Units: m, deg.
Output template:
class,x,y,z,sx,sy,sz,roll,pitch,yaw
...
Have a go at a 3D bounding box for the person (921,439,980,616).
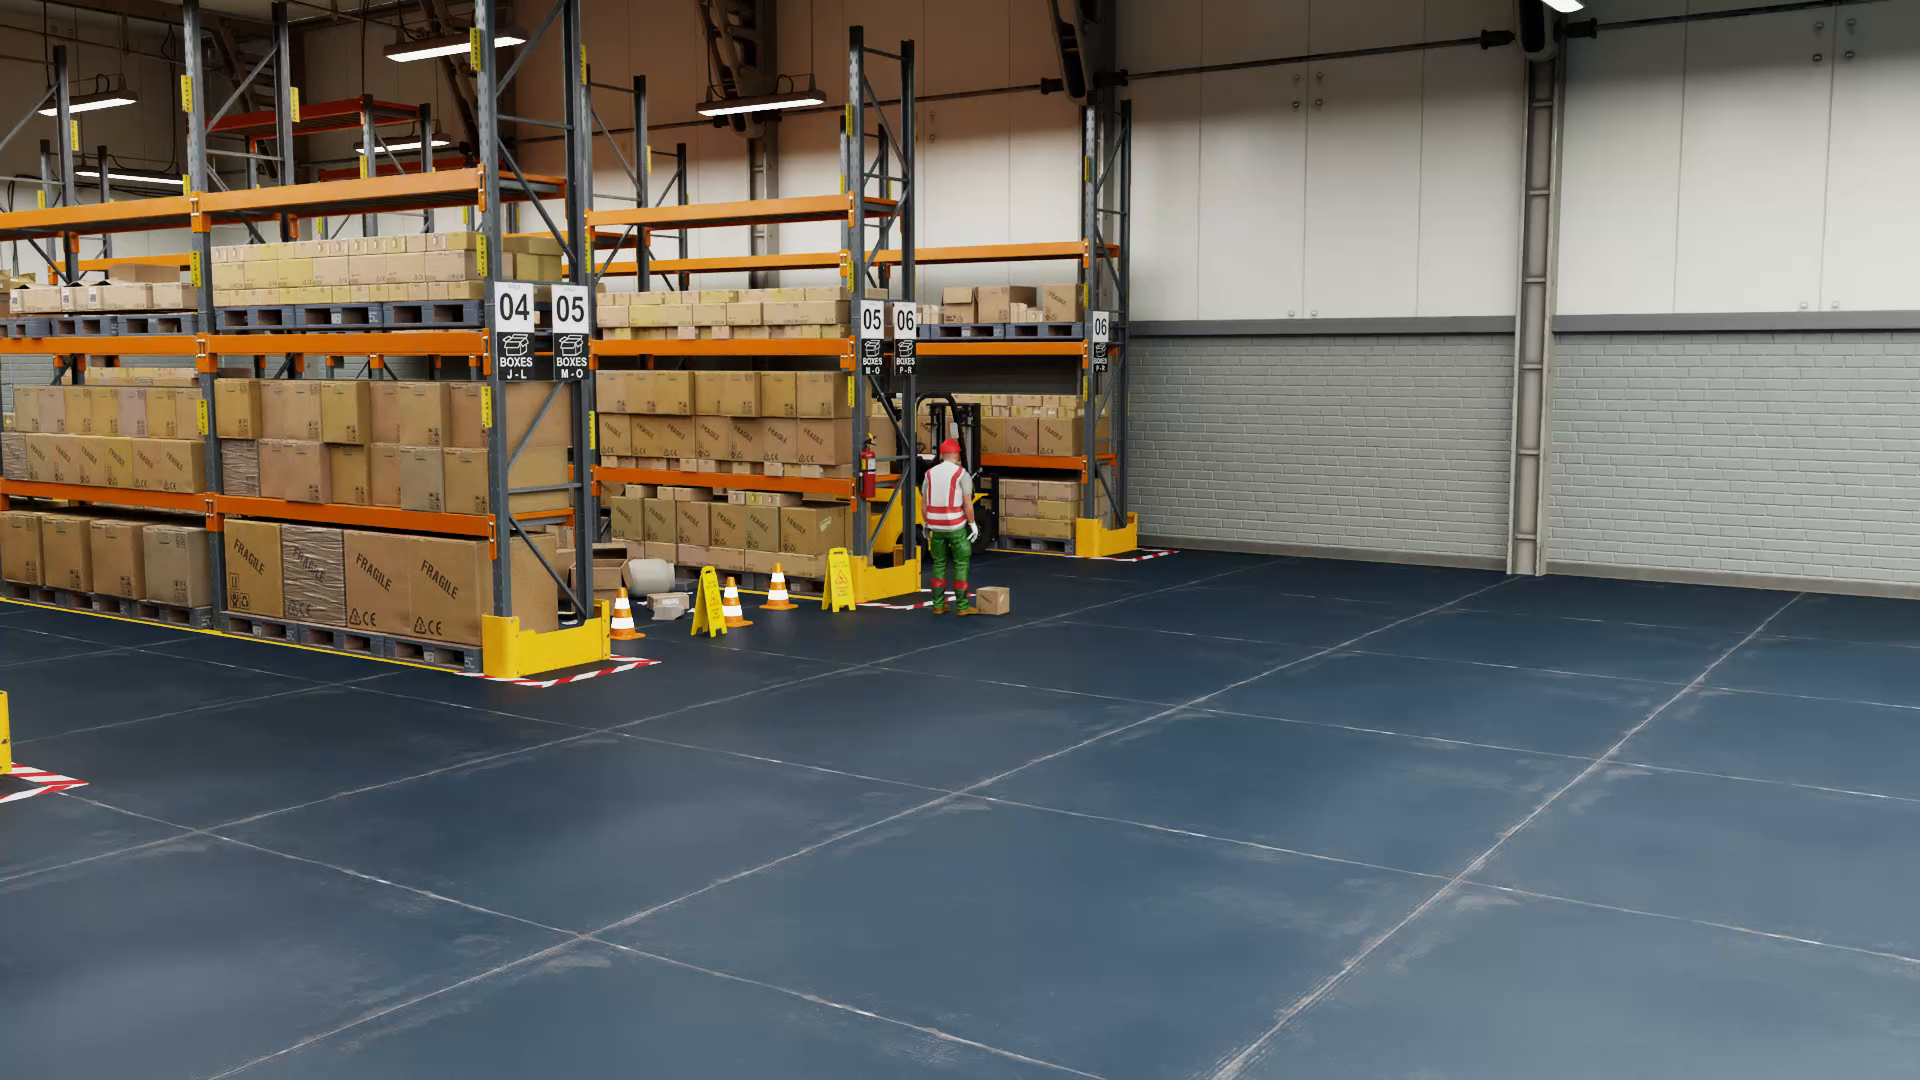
class,x,y,z,sx,sy,sz,roll,pitch,yaw
person,-0.105,-0.132,16.870,0.610,1.778,0.453,3,7,27
